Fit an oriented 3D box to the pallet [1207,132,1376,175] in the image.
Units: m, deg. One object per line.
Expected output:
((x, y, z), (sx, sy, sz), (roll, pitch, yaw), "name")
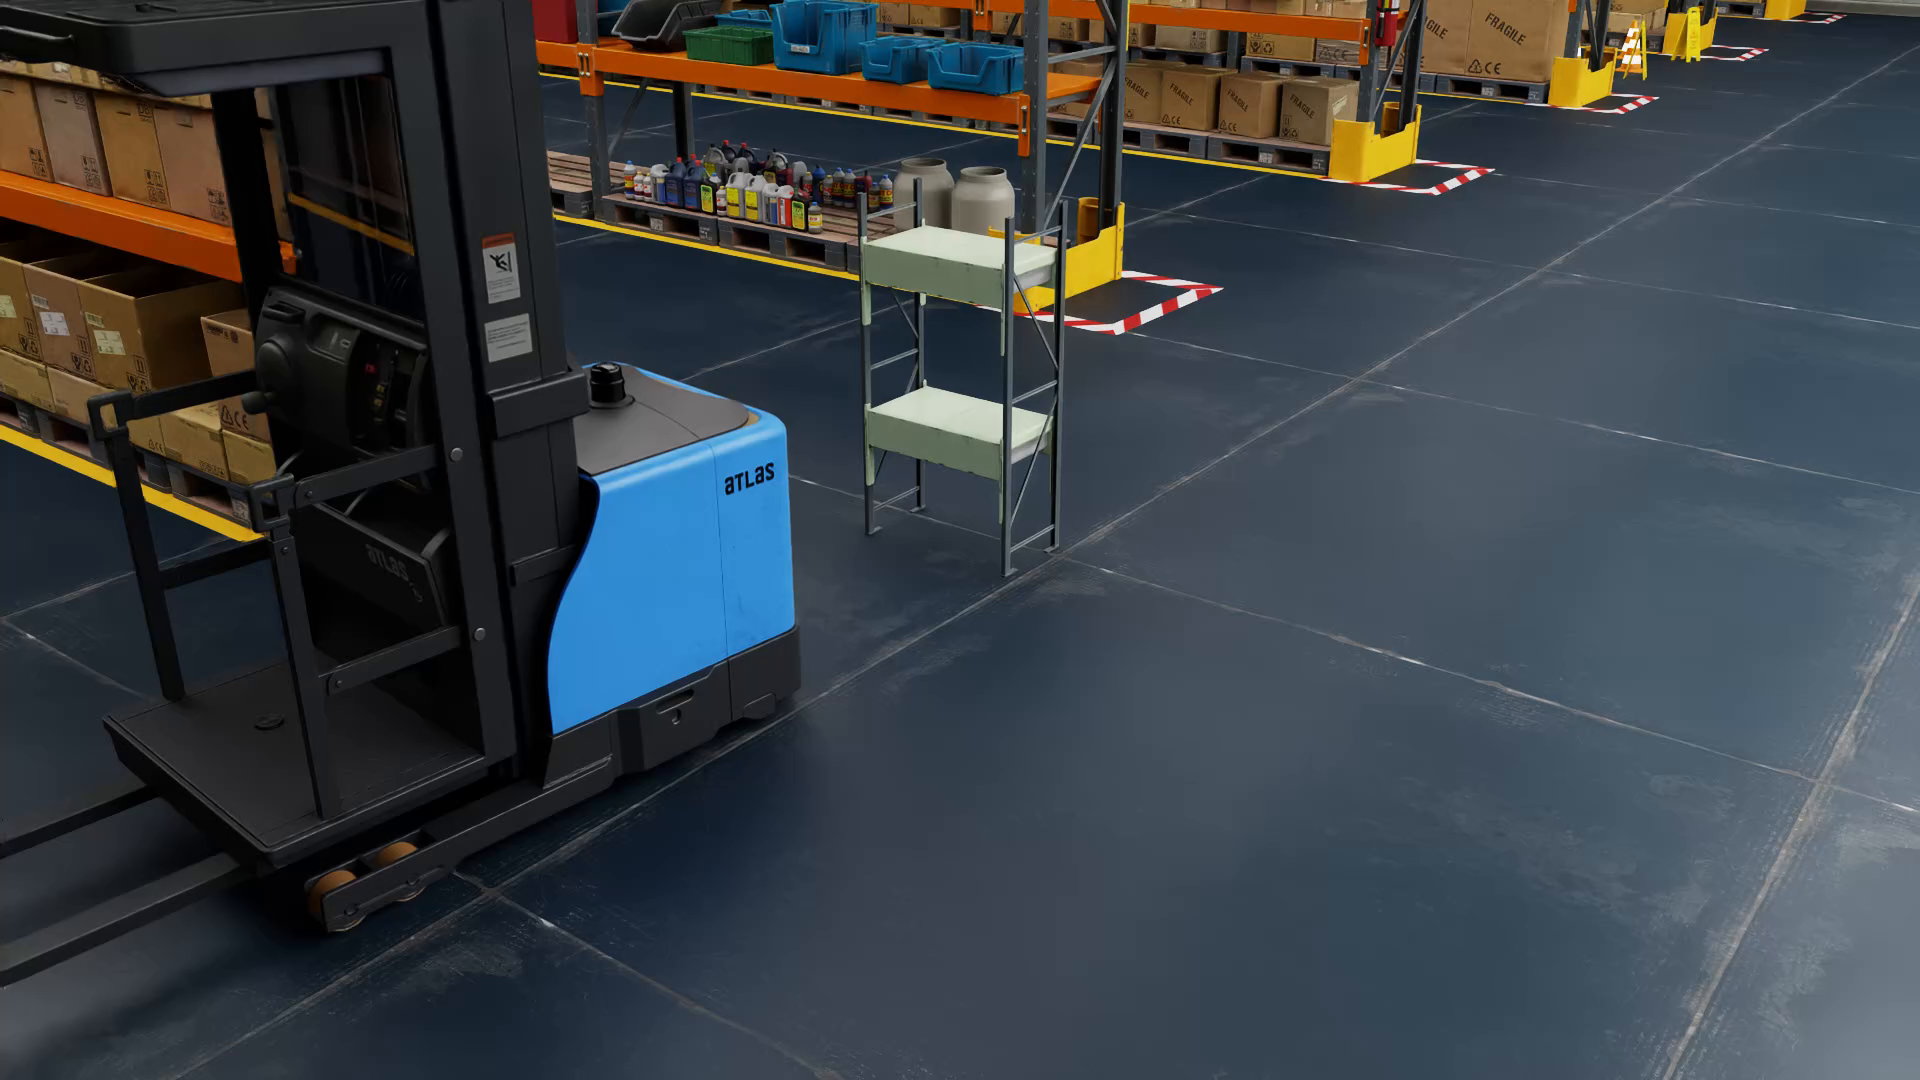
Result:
((3.007, -3.566, 15.082), (1.213, 0.211, 1.003), (17, 29, 33), "pallet")

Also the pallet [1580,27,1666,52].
((8.951, -6.764, 22.339), (1.213, 0.211, 1.003), (17, 29, 33), "pallet")

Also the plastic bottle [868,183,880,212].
((-0.620, -2.503, 12.135), (0.097, 0.201, 0.097), (0, 24, 0), "plastic bottle")

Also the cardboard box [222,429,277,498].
((-2.854, -0.389, 7.302), (0.500, 0.250, 0.500), (17, 29, 33), "cardboard box")

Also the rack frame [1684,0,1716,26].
((9.640, -7.813, 21.263), (0.127, 3.000, 1.000), (17, 29, 33), "rack frame")

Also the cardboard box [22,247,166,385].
((-4.063, -1.090, 7.963), (0.500, 0.500, 0.500), (17, 29, 33), "cardboard box")

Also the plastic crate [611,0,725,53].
((-2.132, -3.789, 12.207), (0.504, 0.338, 0.767), (17, 29, 33), "plastic crate")

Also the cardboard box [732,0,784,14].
((-2.150, -5.799, 18.315), (0.500, 0.250, 0.500), (18, 30, 35), "cardboard box")

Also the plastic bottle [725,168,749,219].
((-1.586, -2.497, 11.936), (0.185, 0.351, 0.144), (17, 29, 33), "plastic bottle")

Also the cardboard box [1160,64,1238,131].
((2.219, -4.112, 15.441), (0.500, 0.500, 0.500), (20, 31, 38), "cardboard box")

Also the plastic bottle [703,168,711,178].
((-1.889, -2.613, 12.298), (0.097, 0.271, 0.097), (0, 24, 0), "plastic bottle")

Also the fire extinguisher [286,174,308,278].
((-2.431, -1.207, 6.365), (0.183, 0.674, 0.296), (17, 29, 33), "fire extinguisher")

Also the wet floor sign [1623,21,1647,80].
((7.963, -5.746, 19.492), (0.232, 0.644, 0.267), (12, 26, 24), "wet floor sign")

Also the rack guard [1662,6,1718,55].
((9.580, -6.688, 21.809), (0.348, 0.500, 1.175), (17, 29, 33), "rack guard")

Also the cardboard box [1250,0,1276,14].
((2.724, -4.673, 14.448), (0.250, 0.149, 0.380), (17, 29, 33), "cardboard box")

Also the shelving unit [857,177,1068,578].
((0.005, -0.685, 6.944), (0.755, 1.500, 0.431), (17, 29, 33), "shelving unit")

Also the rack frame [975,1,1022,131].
((0.496, -5.583, 16.202), (0.127, 3.000, 1.000), (17, 29, 33), "rack frame")

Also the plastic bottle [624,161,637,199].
((-2.482, -2.720, 12.540), (0.097, 0.271, 0.097), (0, 24, 0), "plastic bottle")

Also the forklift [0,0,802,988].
((-1.934, -0.463, 4.665), (1.130, 2.935, 3.031), (21, 31, 39), "forklift")

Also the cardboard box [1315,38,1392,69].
((4.737, -5.988, 19.234), (0.875, 0.875, 0.875), (17, 29, 34), "cardboard box")

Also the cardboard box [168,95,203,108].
((-3.082, -1.919, 6.957), (0.250, 0.149, 0.380), (16, 29, 33), "cardboard box")

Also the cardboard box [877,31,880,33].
((-1.247, -5.188, 17.858), (0.500, 0.500, 0.700), (20, 31, 38), "cardboard box")

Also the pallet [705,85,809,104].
((-2.080, -5.085, 18.529), (1.213, 0.211, 1.003), (17, 29, 33), "pallet")

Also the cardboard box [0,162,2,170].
((-4.663, -2.203, 8.406), (0.500, 0.500, 0.700), (16, 29, 33), "cardboard box")

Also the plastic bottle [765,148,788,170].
((-1.374, -2.787, 12.595), (0.185, 0.351, 0.144), (17, 29, 33), "plastic bottle")

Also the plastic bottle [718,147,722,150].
((-1.892, -2.934, 13.011), (0.133, 0.283, 0.061), (19, 30, 36), "plastic bottle")

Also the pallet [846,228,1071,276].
((-0.009, -1.943, 11.399), (1.213, 0.211, 1.003), (17, 29, 33), "pallet")

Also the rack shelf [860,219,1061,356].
((0.005, -1.042, 6.787), (0.720, 0.370, 0.431), (17, 29, 33), "rack shelf")

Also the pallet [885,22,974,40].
((-0.273, -7.040, 22.966), (1.213, 0.211, 1.003), (17, 29, 33), "pallet")

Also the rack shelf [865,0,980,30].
((-1.104, -5.738, 17.444), (4.000, 0.370, 1.077), (17, 29, 33), "rack shelf")

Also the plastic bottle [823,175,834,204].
((-0.971, -2.609, 12.376), (0.097, 0.201, 0.097), (0, 24, 0), "plastic bottle")

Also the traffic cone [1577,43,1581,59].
((7.179, -5.618, 19.426), (0.334, 0.463, 0.336), (17, 29, 33), "traffic cone")

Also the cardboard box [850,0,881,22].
((-1.179, -7.499, 23.129), (0.500, 0.500, 0.500), (15, 28, 31), "cardboard box")

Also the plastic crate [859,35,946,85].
((-0.370, -3.133, 10.826), (0.408, 0.251, 0.499), (17, 29, 33), "plastic crate")

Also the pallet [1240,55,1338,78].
((4.113, -5.674, 19.866), (1.213, 0.211, 1.003), (17, 29, 33), "pallet")

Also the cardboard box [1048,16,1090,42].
((1.486, -6.902, 21.465), (0.750, 0.750, 1.050), (17, 29, 34), "cardboard box")

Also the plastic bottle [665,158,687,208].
((-2.077, -2.645, 12.273), (0.185, 0.351, 0.144), (18, 29, 35), "plastic bottle")

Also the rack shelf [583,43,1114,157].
((-0.874, -3.172, 11.622), (4.000, 0.370, 1.077), (17, 29, 33), "rack shelf")

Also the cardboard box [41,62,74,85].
((-3.910, -2.169, 7.523), (0.250, 0.149, 0.380), (16, 29, 33), "cardboard box")

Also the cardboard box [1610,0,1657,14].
((8.843, -7.200, 21.830), (0.500, 0.500, 0.500), (17, 29, 34), "cardboard box")

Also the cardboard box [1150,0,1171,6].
((1.923, -4.915, 14.997), (0.250, 0.149, 0.380), (17, 29, 33), "cardboard box")

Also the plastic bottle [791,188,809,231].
((-1.111, -2.301, 11.576), (0.133, 0.283, 0.061), (18, 29, 35), "plastic bottle")

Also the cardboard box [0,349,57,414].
((-4.465, -0.867, 8.387), (0.500, 0.250, 0.500), (17, 29, 33), "cardboard box")

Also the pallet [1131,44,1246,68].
((2.889, -6.045, 20.709), (1.213, 0.211, 1.003), (17, 29, 33), "pallet")

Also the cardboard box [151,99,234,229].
((-3.036, -1.709, 7.285), (0.500, 0.500, 0.700), (18, 29, 35), "cardboard box")

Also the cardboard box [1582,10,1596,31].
((8.422, -6.984, 22.270), (0.500, 0.250, 0.500), (17, 29, 33), "cardboard box")

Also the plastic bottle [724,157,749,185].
((-1.701, -2.777, 12.665), (0.135, 0.276, 0.152), (17, 29, 33), "plastic bottle")
